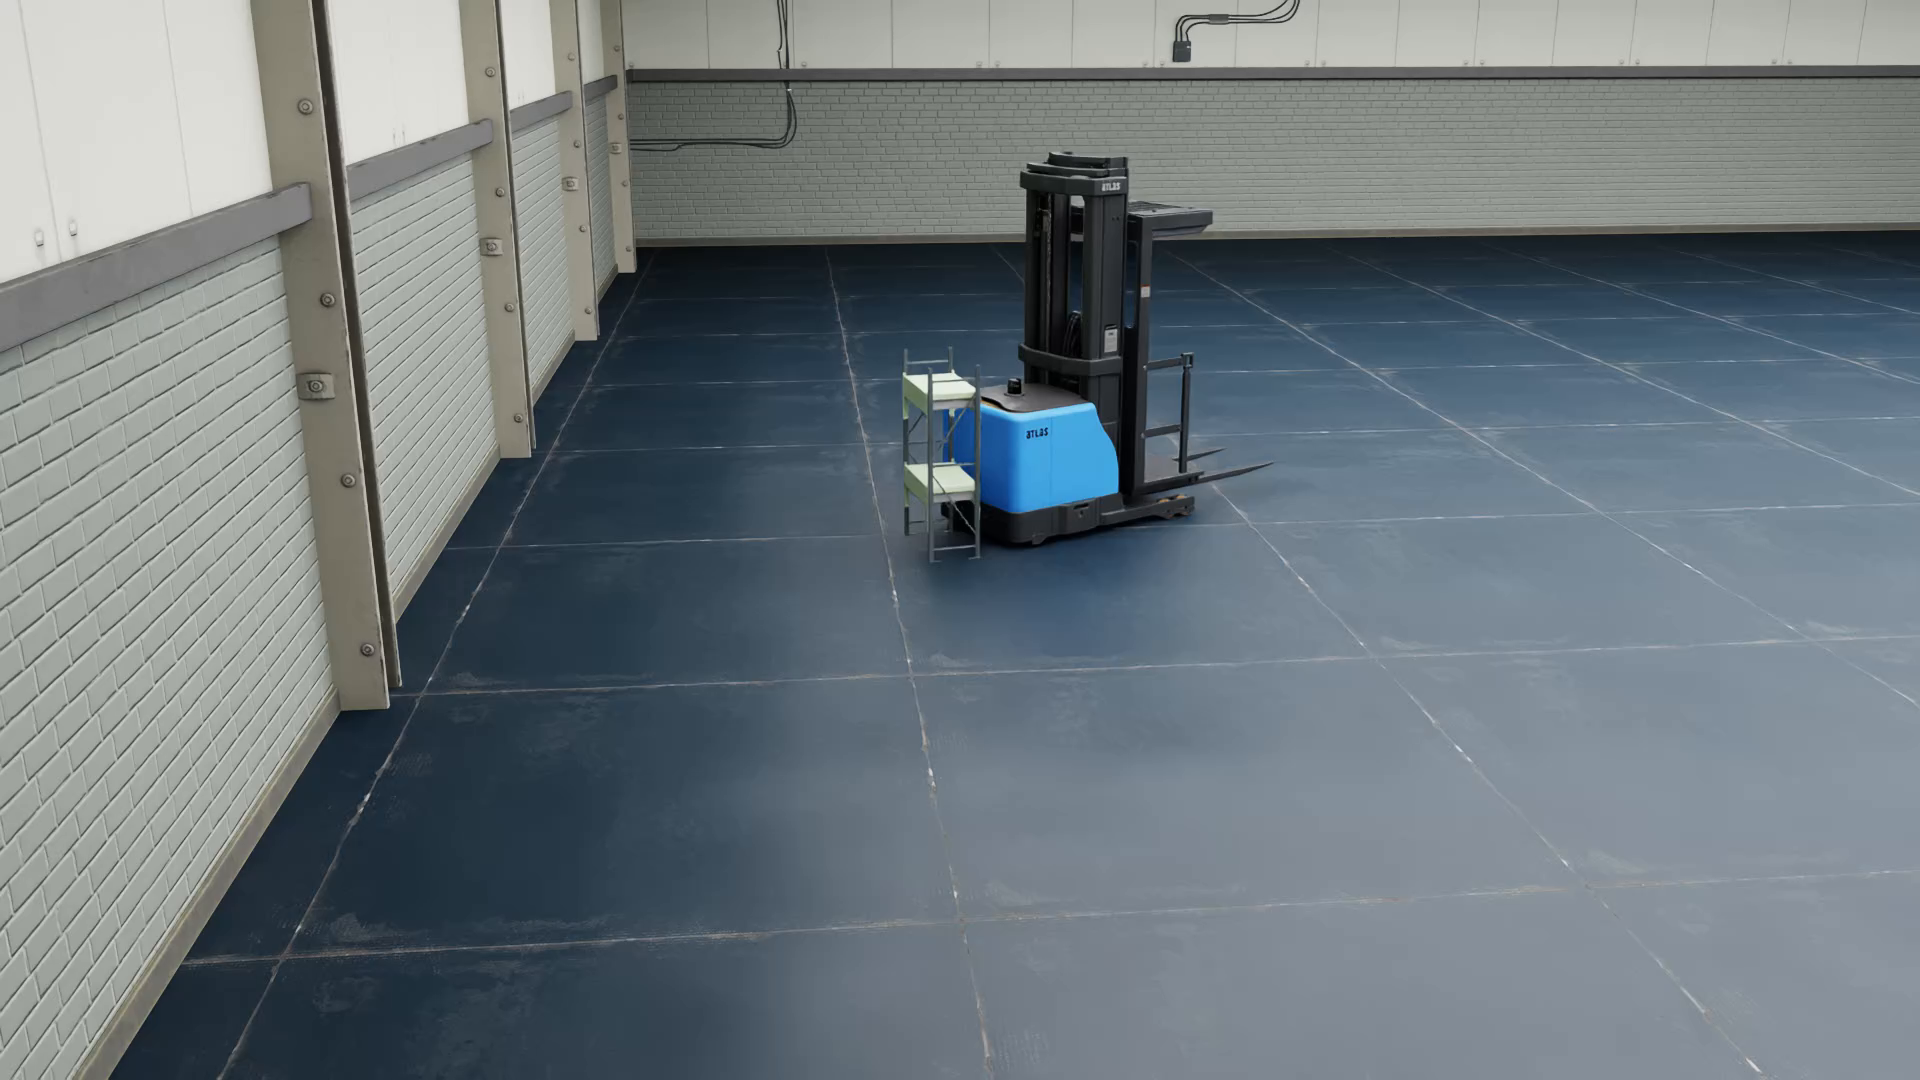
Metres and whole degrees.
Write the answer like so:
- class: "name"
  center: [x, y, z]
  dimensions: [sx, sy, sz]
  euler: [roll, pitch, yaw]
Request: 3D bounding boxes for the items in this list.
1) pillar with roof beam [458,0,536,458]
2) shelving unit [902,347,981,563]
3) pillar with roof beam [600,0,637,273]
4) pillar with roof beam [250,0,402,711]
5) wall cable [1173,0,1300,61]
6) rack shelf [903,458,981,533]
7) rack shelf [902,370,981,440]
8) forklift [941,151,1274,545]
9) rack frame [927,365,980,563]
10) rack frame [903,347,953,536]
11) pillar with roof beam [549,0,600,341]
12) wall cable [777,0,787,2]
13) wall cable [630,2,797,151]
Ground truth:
- class: "pillar with roof beam"
  center: [0.062, -5.258, 14.902]
  dimensions: [9.100, 9.000, 0.400]
  euler: [-2, 18, -6]
- class: "shelving unit"
  center: [-0.147, -0.663, 12.784]
  dimensions: [0.431, 1.500, 0.755]
  euler: [-5, 18, -15]
- class: "pillar with roof beam"
  center: [-1.175, -8.833, 26.290]
  dimensions: [9.100, 9.000, 0.400]
  euler: [-2, 18, -6]
- class: "pillar with roof beam"
  center: [0.681, -3.470, 9.208]
  dimensions: [9.100, 9.000, 0.400]
  euler: [-2, 18, -6]
- class: "wall cable"
  center: [4.998, -11.530, 29.202]
  dimensions: [2.305, 6.003, 0.169]
  euler: [-2, 18, -6]
- class: "rack shelf"
  center: [-0.147, -0.352, 12.881]
  dimensions: [0.431, 0.370, 0.720]
  euler: [-5, 18, -15]
- class: "rack shelf"
  center: [-0.147, -1.035, 12.667]
  dimensions: [0.431, 0.370, 0.720]
  euler: [-5, 18, -15]
- class: "forklift"
  center: [1.338, -1.686, 13.654]
  dimensions: [3.031, 2.935, 1.130]
  euler: [-12, 21, -34]
- class: "rack frame"
  center: [-0.045, -0.557, 12.448]
  dimensions: [0.400, 1.500, 0.023]
  euler: [-5, 18, -15]
- class: "rack frame"
  center: [-0.249, -0.768, 13.119]
  dimensions: [0.400, 1.500, 0.023]
  euler: [-5, 18, -15]
- class: "pillar with roof beam"
  center: [-0.557, -7.046, 20.596]
  dimensions: [9.100, 9.000, 0.400]
  euler: [-2, 18, -6]
- class: "wall cable"
  center: [-1.755, -10.631, 28.767]
  dimensions: [3.097, 2.526, 0.112]
  euler: [-2, 18, -6]
- class: "wall cable"
  center: [-4.446, -8.137, 29.257]
  dimensions: [3.097, 2.526, 0.112]
  euler: [-2, 18, -6]
